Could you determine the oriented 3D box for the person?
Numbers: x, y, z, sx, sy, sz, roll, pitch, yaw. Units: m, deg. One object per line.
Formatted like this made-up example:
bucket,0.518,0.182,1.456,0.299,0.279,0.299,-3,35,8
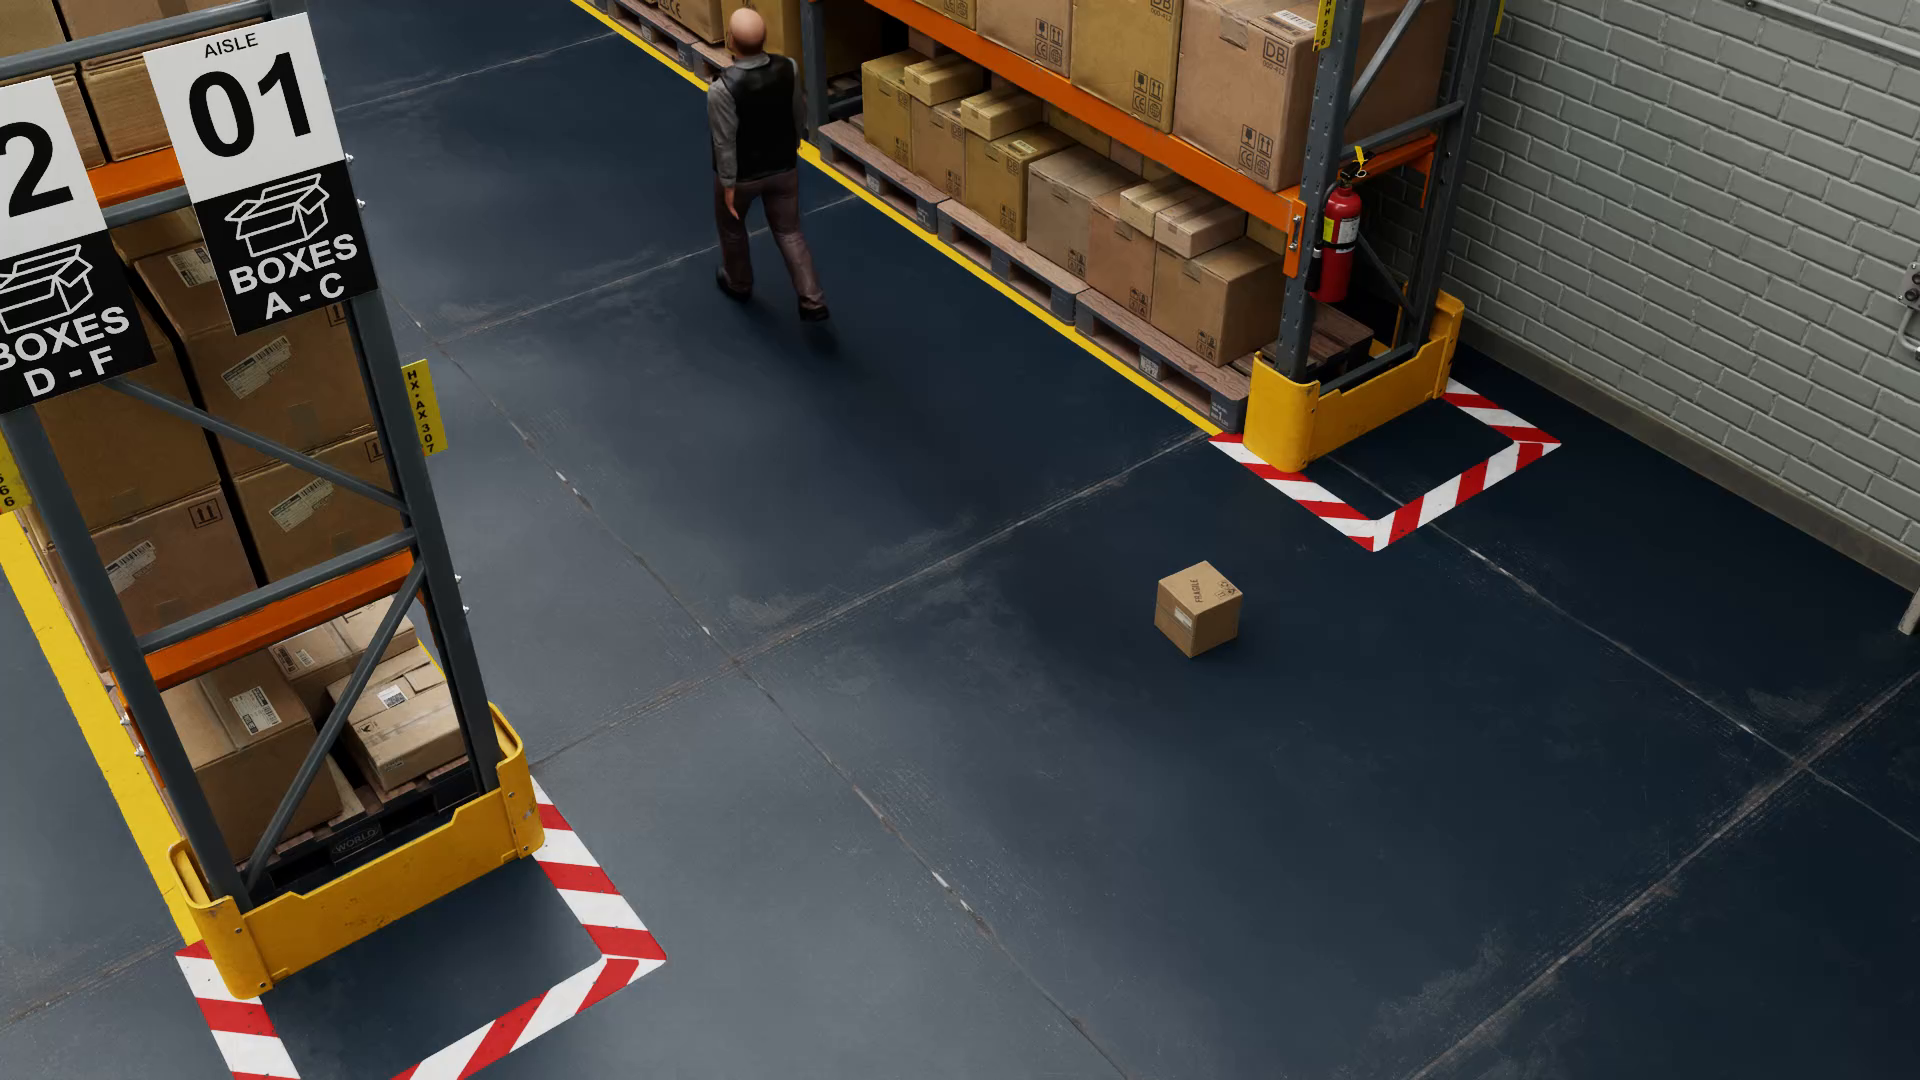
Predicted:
person,-1.011,-1.880,8.414,0.540,1.689,0.938,-20,44,-22
